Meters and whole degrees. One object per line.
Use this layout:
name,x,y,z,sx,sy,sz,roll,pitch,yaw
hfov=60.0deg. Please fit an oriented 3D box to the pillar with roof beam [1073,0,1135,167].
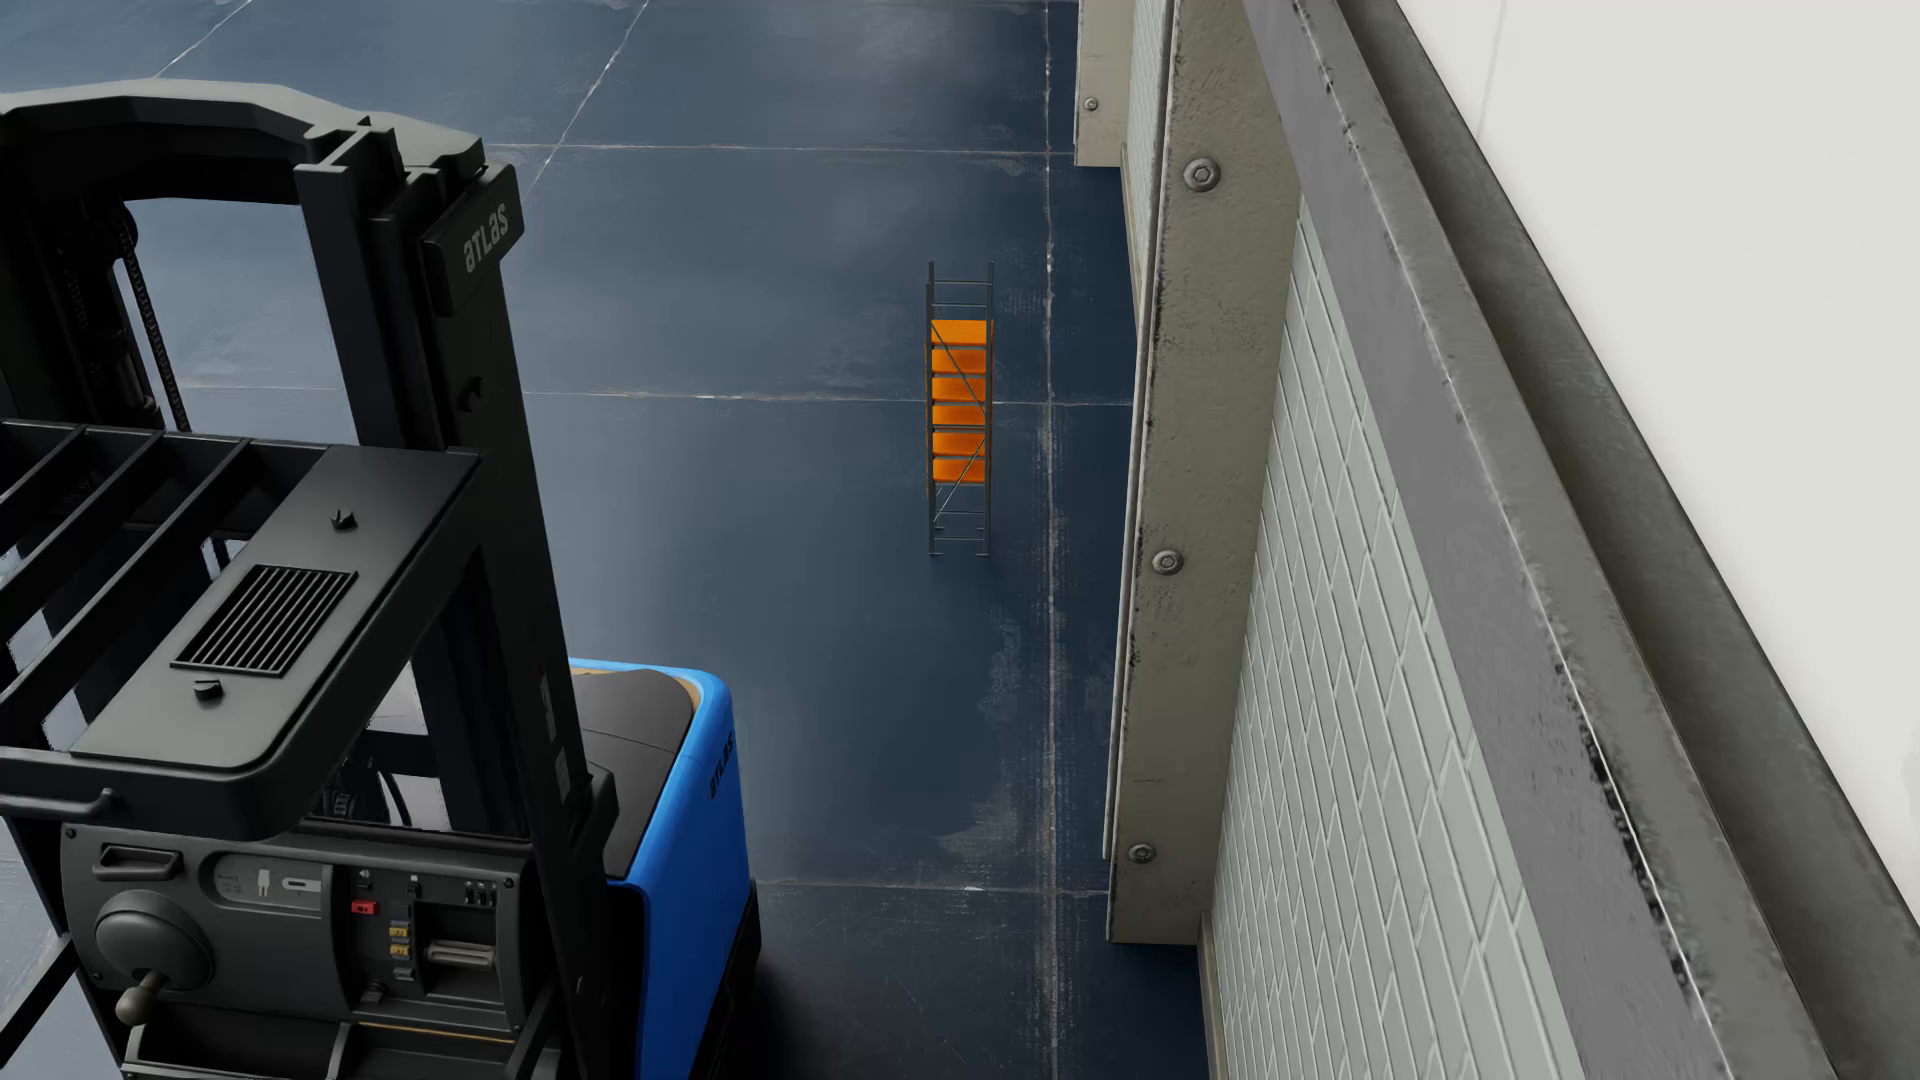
pillar with roof beam,-3.455,-6.125,7.639,9.100,9.000,0.400,1,35,2

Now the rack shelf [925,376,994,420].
rack shelf,-0.001,-0.544,6.350,0.258,0.103,0.180,1,35,2

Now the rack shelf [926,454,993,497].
rack shelf,-0.001,-0.250,6.557,0.258,0.103,0.180,1,35,2

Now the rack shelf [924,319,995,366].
rack shelf,-0.001,-0.741,6.212,0.258,0.103,0.180,1,35,2

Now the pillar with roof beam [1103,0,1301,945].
pillar with roof beam,-3.696,-2.678,2.734,9.100,9.000,0.400,1,35,2

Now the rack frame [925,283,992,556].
rack frame,-0.004,-0.430,6.318,0.240,1.200,0.006,1,35,2

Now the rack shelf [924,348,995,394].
rack shelf,-0.001,-0.643,6.281,0.258,0.103,0.180,1,35,2

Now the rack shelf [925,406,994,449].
rack shelf,-0.001,-0.446,6.419,0.258,0.103,0.180,1,35,2

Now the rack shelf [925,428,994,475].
rack shelf,-0.001,-0.348,6.488,0.258,0.103,0.180,1,35,2

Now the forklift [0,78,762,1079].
forklift,-1.312,0.825,3.028,1.130,2.935,3.031,5,35,7

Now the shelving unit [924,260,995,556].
shelving unit,-0.001,-0.483,6.393,0.258,1.200,0.189,1,35,2

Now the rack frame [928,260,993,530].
rack frame,0.003,-0.535,6.468,0.240,1.200,0.006,1,35,2
